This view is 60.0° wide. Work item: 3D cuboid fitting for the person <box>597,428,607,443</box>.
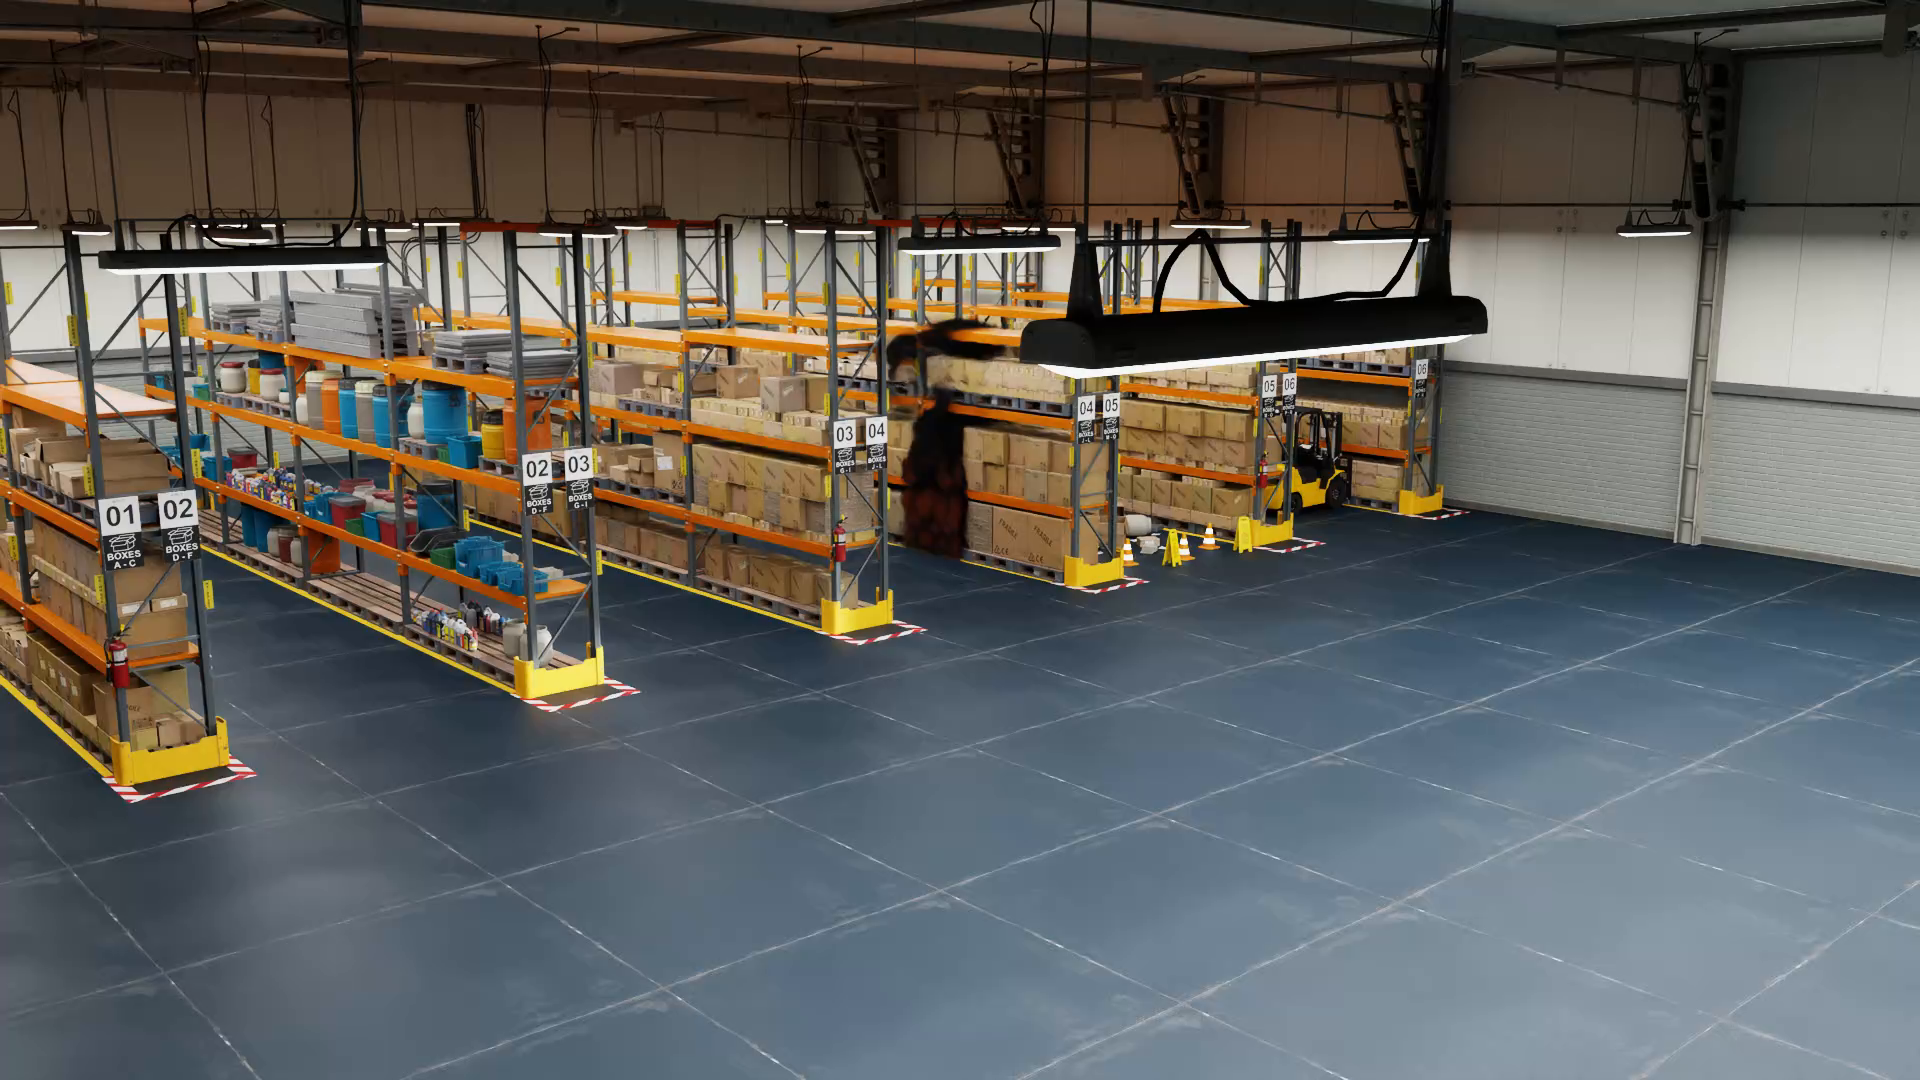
[{"bbox_3d":[-7.425,-1.396,34.251,0.631,1.842,0.734,-11,16,-43],"label":"person"}]
